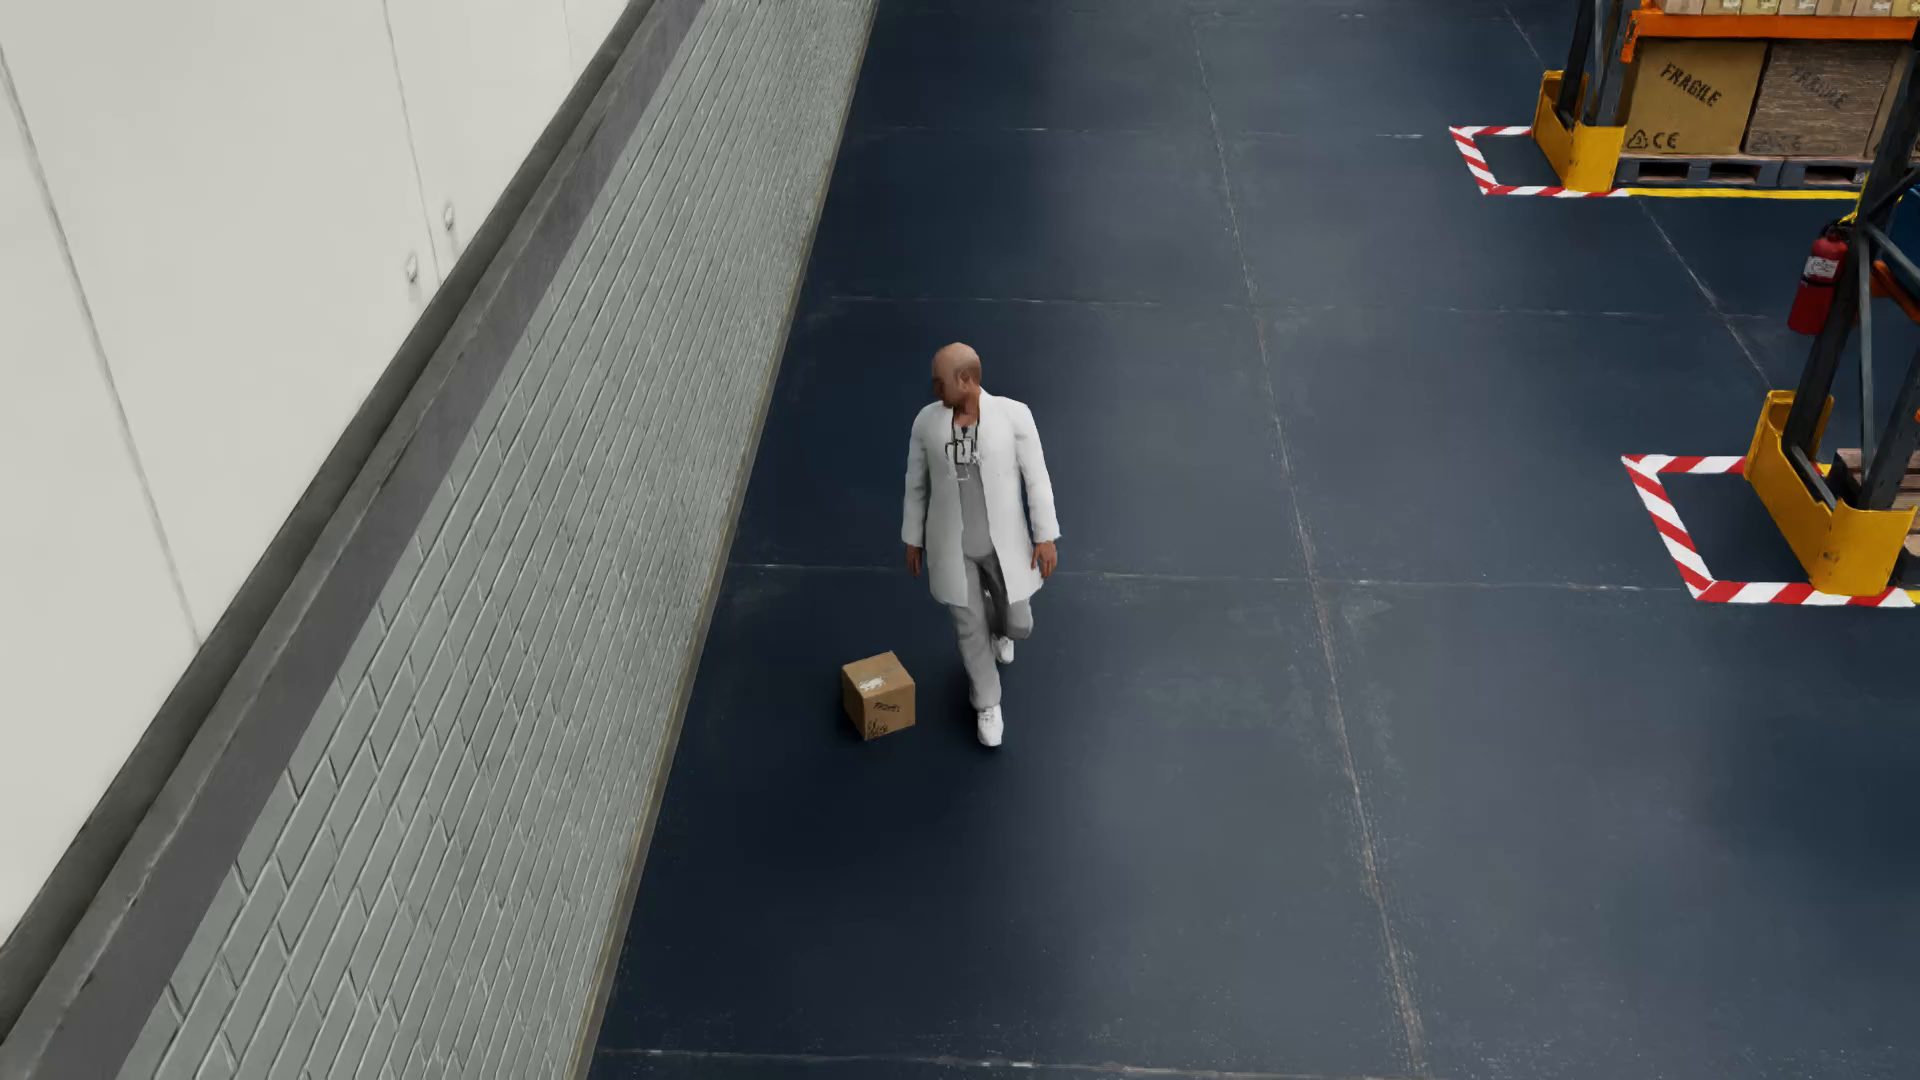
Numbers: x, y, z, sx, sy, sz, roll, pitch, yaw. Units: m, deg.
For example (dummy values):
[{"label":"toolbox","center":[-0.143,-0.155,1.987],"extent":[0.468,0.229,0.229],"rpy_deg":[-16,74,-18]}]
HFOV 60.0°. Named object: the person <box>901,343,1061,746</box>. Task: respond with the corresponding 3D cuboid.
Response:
[{"label":"person","center":[0.086,0.022,7.140],"extent":[0.683,1.733,0.749],"rpy_deg":[0,35,1]}]
